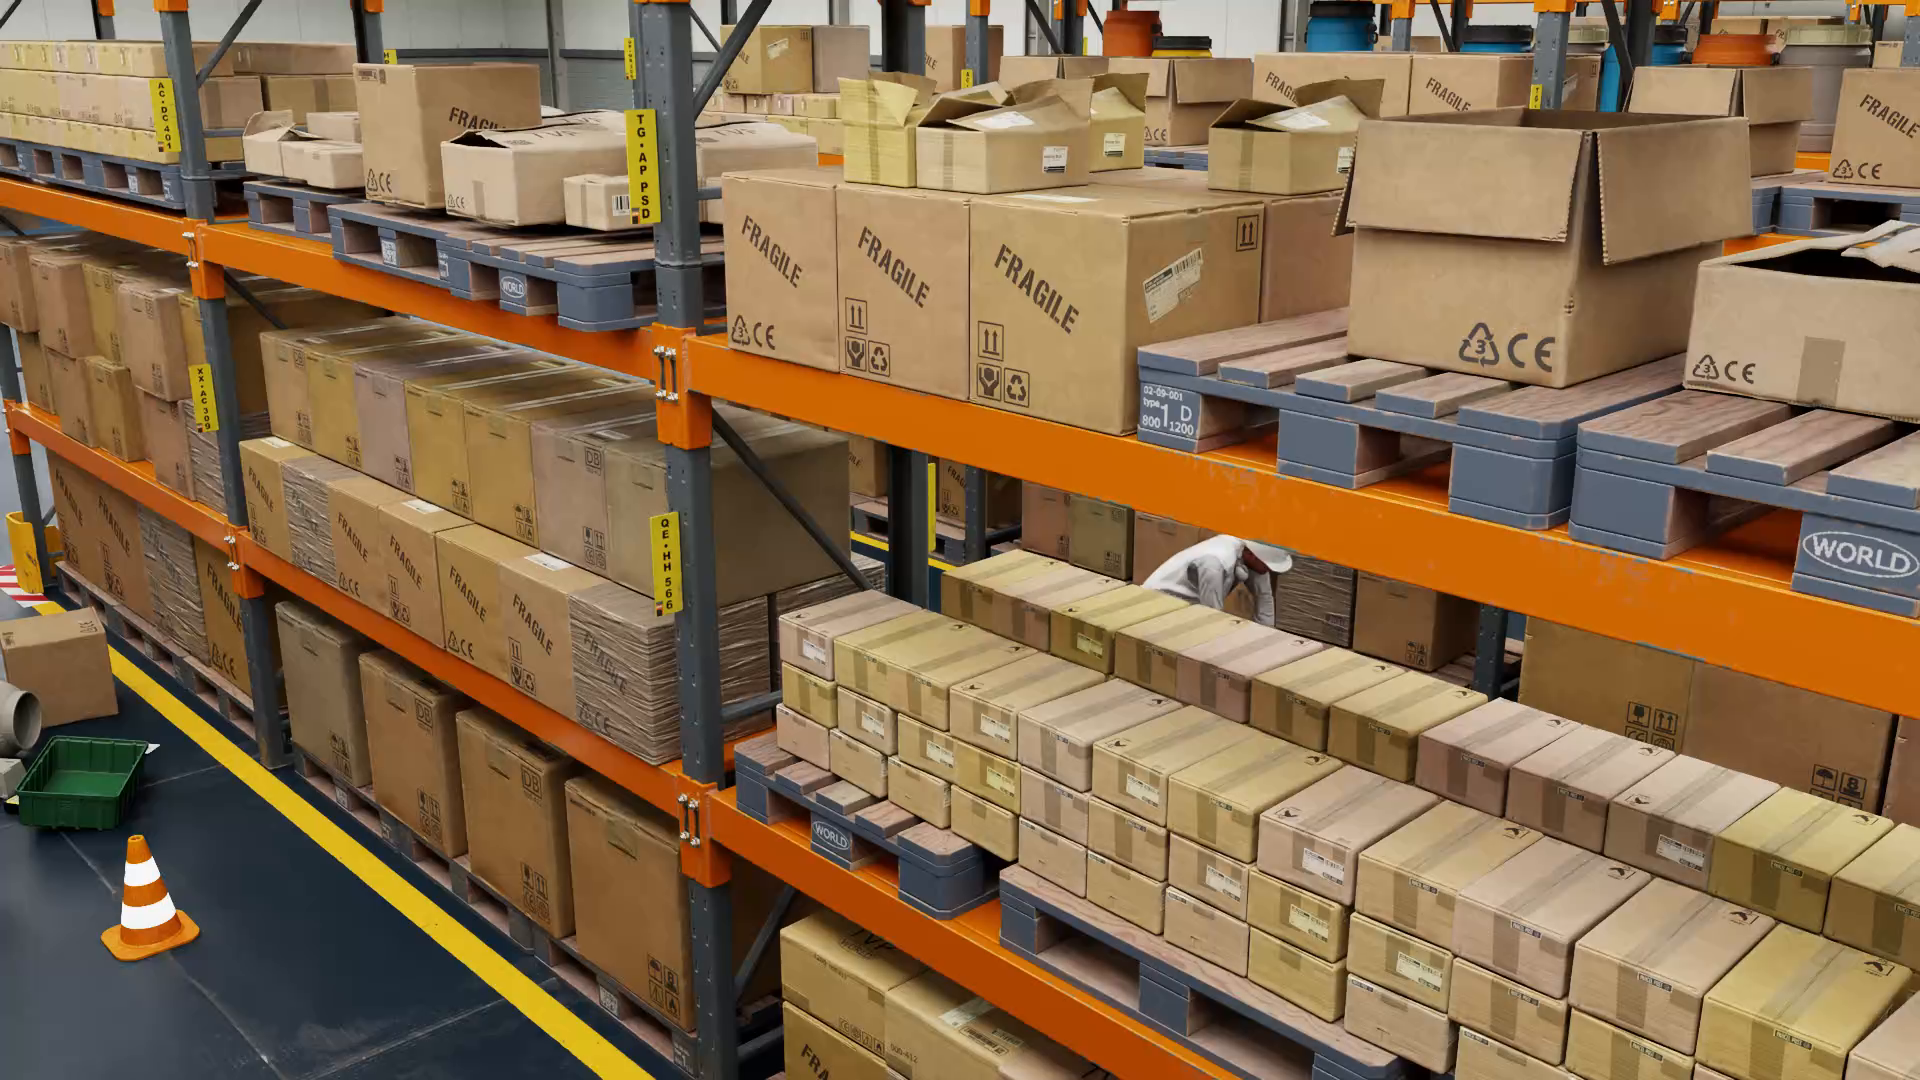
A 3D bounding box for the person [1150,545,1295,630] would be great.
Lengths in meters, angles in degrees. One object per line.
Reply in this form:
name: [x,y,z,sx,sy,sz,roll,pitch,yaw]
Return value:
person: [1.407,0.488,9.068,0.554,1.101,0.868,-16,23,-41]
